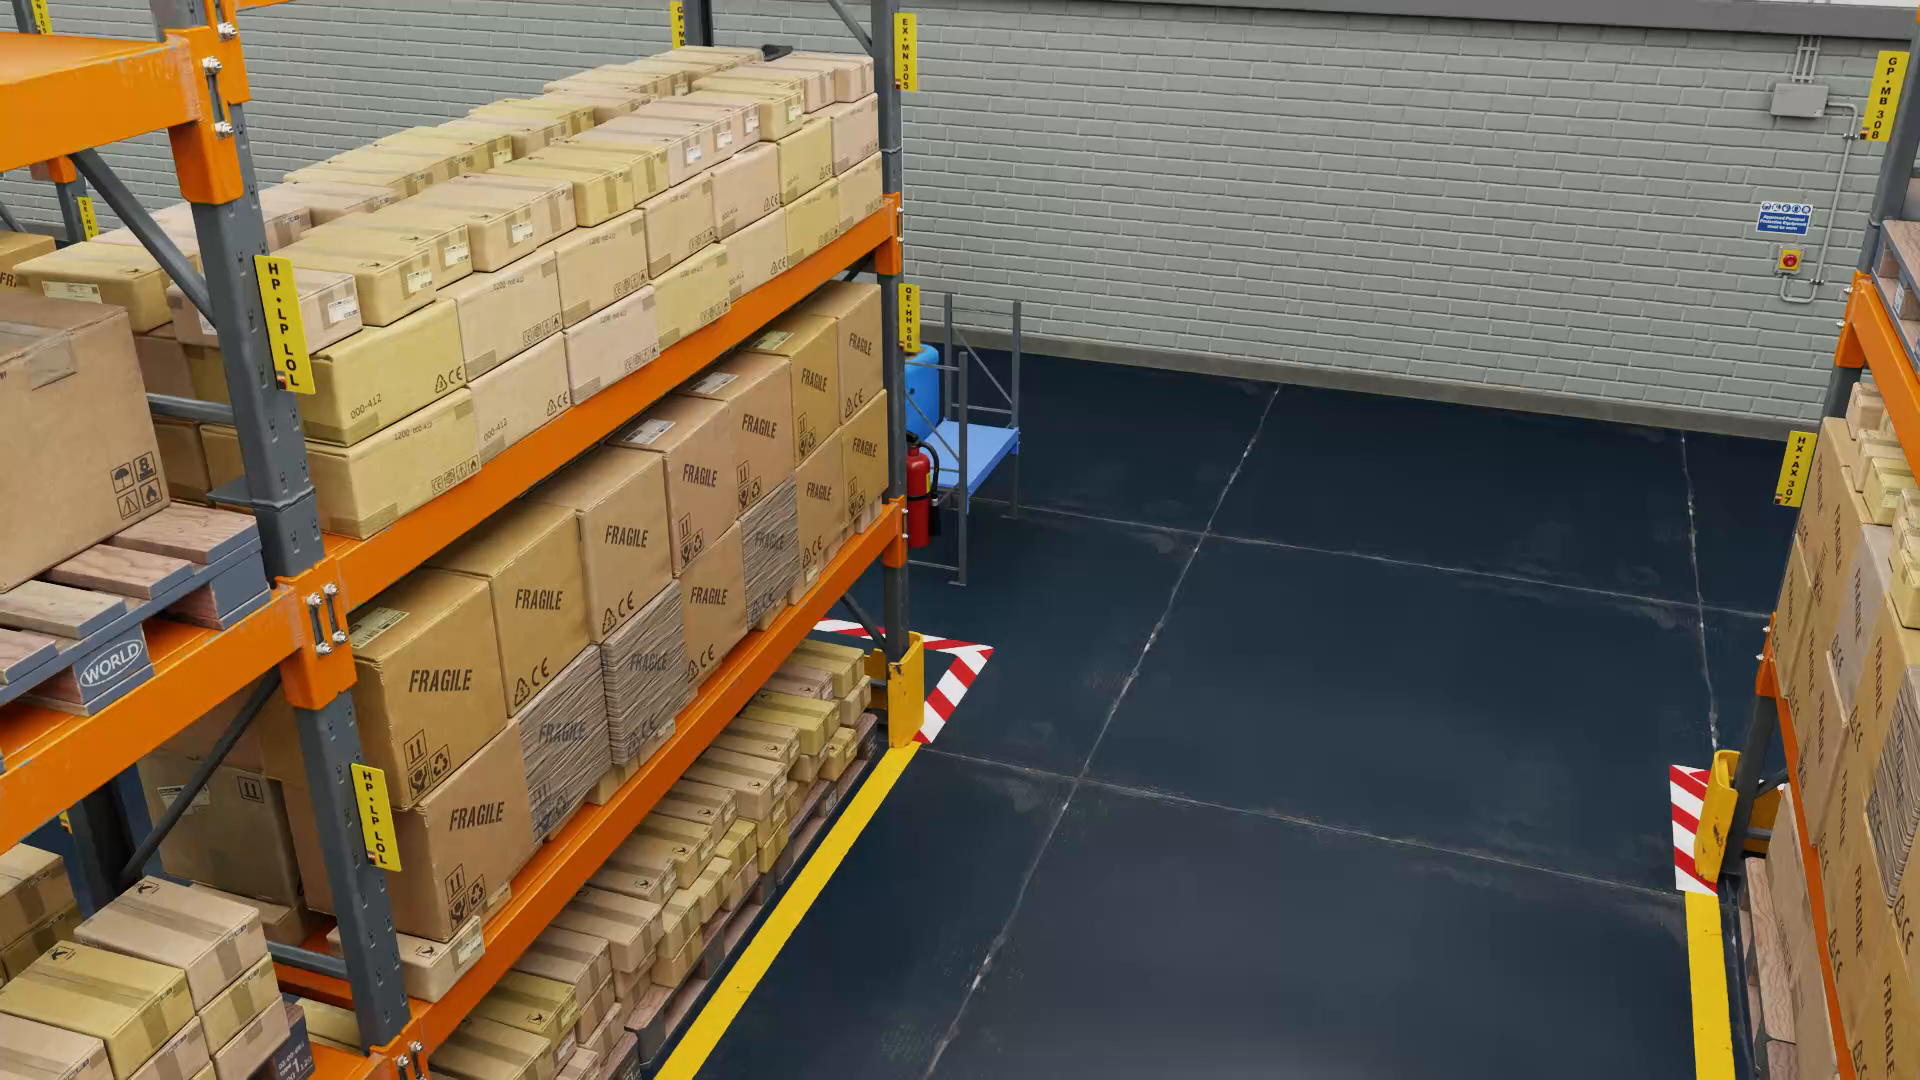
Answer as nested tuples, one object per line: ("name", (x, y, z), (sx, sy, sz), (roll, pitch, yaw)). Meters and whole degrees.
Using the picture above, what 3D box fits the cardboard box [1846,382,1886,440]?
("cardboard box", (3.569, -0.463, 6.257), (0.380, 0.149, 0.250), (9, 27, 19))

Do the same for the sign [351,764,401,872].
("sign", (-1.560, 0.744, 4.443), (0.100, 0.325, 0.005), (9, 27, 17))

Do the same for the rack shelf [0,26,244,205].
("rack shelf", (-2.750, -0.189, 2.098), (1.077, 0.370, 4.000), (9, 27, 17))

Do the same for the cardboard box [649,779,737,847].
("cardboard box", (-1.170, 1.150, 7.039), (0.380, 0.149, 0.250), (8, 27, 16))

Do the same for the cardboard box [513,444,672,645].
("cardboard box", (-1.349, -0.011, 5.727), (0.500, 0.500, 0.500), (9, 27, 18))

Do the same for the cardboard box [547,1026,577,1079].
("cardboard box", (-1.615, 1.821, 5.995), (0.380, 0.149, 0.250), (9, 27, 17))

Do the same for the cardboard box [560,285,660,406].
("cardboard box", (-1.332, -0.667, 5.416), (0.500, 0.250, 0.500), (10, 28, 20))

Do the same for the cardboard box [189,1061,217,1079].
("cardboard box", (-2.116, 1.409, 4.205), (0.380, 0.149, 0.250), (9, 27, 18))

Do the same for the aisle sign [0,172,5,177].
("aisle sign", (-5.656, -2.462, 9.409), (0.394, 0.787, 0.004), (9, 27, 17))

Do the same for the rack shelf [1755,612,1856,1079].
("rack shelf", (3.283, 1.364, 5.316), (1.077, 0.370, 4.000), (9, 27, 17))

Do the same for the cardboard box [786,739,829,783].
("cardboard box", (-0.831, 0.974, 7.744), (0.380, 0.149, 0.250), (8, 27, 15))

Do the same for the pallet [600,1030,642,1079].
("pallet", (-1.894, 2.160, 6.047), (1.003, 0.211, 1.213), (9, 27, 17))

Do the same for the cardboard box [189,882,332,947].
("cardboard box", (-2.210, 1.148, 5.226), (0.380, 0.149, 0.250), (8, 27, 17))

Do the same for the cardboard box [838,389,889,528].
("cardboard box", (-0.660, -0.415, 7.709), (0.500, 0.500, 0.500), (9, 27, 18))

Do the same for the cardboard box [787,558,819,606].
("cardboard box", (-0.845, 0.140, 7.306), (0.380, 0.149, 0.250), (9, 27, 19))

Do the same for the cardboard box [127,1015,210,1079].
("cardboard box", (-2.117, 1.277, 4.136), (0.380, 0.149, 0.250), (9, 27, 18))

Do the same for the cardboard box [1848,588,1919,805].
("cardboard box", (3.026, 0.510, 4.991), (0.500, 0.500, 0.500), (9, 27, 18))

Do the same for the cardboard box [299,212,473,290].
("cardboard box", (-1.607, -0.804, 4.667), (0.380, 0.149, 0.250), (8, 27, 17))

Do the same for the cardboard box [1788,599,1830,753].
("cardboard box", (3.376, 0.541, 6.076), (0.500, 0.500, 0.500), (8, 27, 17))

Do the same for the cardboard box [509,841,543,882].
("cardboard box", (-1.626, 0.996, 5.539), (0.380, 0.149, 0.250), (8, 27, 15))

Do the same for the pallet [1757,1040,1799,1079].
("pallet", (3.348, 2.313, 5.730), (1.003, 0.211, 1.213), (9, 27, 17))

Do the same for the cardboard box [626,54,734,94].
("cardboard box", (-1.177, -1.943, 7.019), (0.380, 0.149, 0.250), (10, 28, 20))

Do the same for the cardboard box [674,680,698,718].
("cardboard box", (-1.244, 0.565, 6.429), (0.380, 0.149, 0.250), (10, 28, 19))

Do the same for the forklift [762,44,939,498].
("forklift", (-1.673, -1.732, 10.964), (3.031, 2.935, 1.130), (13, 29, 24))

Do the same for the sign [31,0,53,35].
("sign", (-4.890, -2.847, 8.821), (0.100, 0.325, 0.005), (9, 27, 17))

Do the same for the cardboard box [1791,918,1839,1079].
("cardboard box", (3.526, 1.846, 5.954), (0.875, 0.438, 0.875), (9, 27, 19))

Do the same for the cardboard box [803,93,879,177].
("cardboard box", (-0.667, -1.739, 7.057), (0.500, 0.250, 0.500), (8, 27, 16))

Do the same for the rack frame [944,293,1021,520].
("rack frame", (0.141, -0.849, 10.782), (0.500, 1.500, 0.032), (9, 27, 17))

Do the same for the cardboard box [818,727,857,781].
("cardboard box", (-0.722, 1.003, 8.026), (0.380, 0.149, 0.250), (10, 27, 19))

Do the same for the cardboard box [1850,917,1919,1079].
("cardboard box", (2.697, 1.377, 4.349), (0.500, 0.500, 0.500), (8, 27, 16))

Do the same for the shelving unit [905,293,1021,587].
("shelving unit", (-0.028, -0.640, 10.351), (0.538, 1.500, 1.048), (9, 27, 17))

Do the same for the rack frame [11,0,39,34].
("rack frame", (-5.397, -3.919, 8.518), (1.000, 3.000, 0.127), (9, 27, 17))

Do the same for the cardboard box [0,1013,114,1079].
("cardboard box", (-2.210, 1.252, 3.846), (0.380, 0.149, 0.250), (8, 27, 16))

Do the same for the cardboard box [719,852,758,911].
("cardboard box", (-1.096, 1.426, 7.152), (0.380, 0.149, 0.250), (9, 27, 18))

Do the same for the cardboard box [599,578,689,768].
("cardboard box", (-1.322, 0.434, 5.956), (0.500, 0.500, 0.500), (8, 27, 16))

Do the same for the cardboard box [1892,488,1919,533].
("cardboard box", (3.246, -0.028, 5.360), (0.380, 0.149, 0.250), (9, 27, 18))

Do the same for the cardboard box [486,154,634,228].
("cardboard box", (-1.276, -1.119, 5.317), (0.380, 0.149, 0.250), (10, 28, 20))

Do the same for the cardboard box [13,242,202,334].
("cardboard box", (-2.238, -0.669, 4.389), (0.380, 0.149, 0.250), (8, 27, 15))

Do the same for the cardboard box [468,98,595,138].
("cardboard box", (-1.582, -1.526, 6.159), (0.380, 0.149, 0.250), (10, 27, 19))

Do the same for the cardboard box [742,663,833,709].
("cardboard box", (-0.828, 0.718, 7.932), (0.380, 0.149, 0.250), (9, 27, 18))

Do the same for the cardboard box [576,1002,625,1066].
("cardboard box", (-1.501, 1.846, 6.284), (0.380, 0.149, 0.250), (8, 27, 16))

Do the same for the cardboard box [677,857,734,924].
("cardboard box", (-1.159, 1.409, 6.846), (0.380, 0.149, 0.250), (9, 27, 18))

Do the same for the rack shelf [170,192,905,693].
("rack shelf", (-1.419, -0.662, 6.059), (1.077, 0.370, 4.000), (9, 27, 17))

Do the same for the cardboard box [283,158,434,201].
("cardboard box", (-1.899, -1.099, 5.276), (0.380, 0.149, 0.250), (8, 27, 15))

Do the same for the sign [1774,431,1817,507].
("sign", (3.427, -0.290, 6.822), (0.100, 0.325, 0.005), (9, 27, 17))

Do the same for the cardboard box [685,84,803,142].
("cardboard box", (-0.832, -1.649, 6.412), (0.380, 0.149, 0.250), (9, 27, 18))

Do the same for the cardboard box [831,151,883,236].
("cardboard box", (-0.655, -1.515, 7.167), (0.500, 0.250, 0.500), (8, 27, 16))

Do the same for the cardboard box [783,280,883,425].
("cardboard box", (-0.671, -0.863, 7.486), (0.500, 0.500, 0.500), (8, 27, 16))

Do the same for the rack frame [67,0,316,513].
("rack frame", (-2.084, -1.514, 3.551), (1.000, 3.000, 0.127), (9, 27, 17))

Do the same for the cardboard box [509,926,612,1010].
("cardboard box", (-1.524, 1.575, 6.163), (0.380, 0.149, 0.250), (8, 27, 16))

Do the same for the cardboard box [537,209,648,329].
("cardboard box", (-1.347, -0.893, 5.310), (0.500, 0.250, 0.500), (9, 27, 18))
